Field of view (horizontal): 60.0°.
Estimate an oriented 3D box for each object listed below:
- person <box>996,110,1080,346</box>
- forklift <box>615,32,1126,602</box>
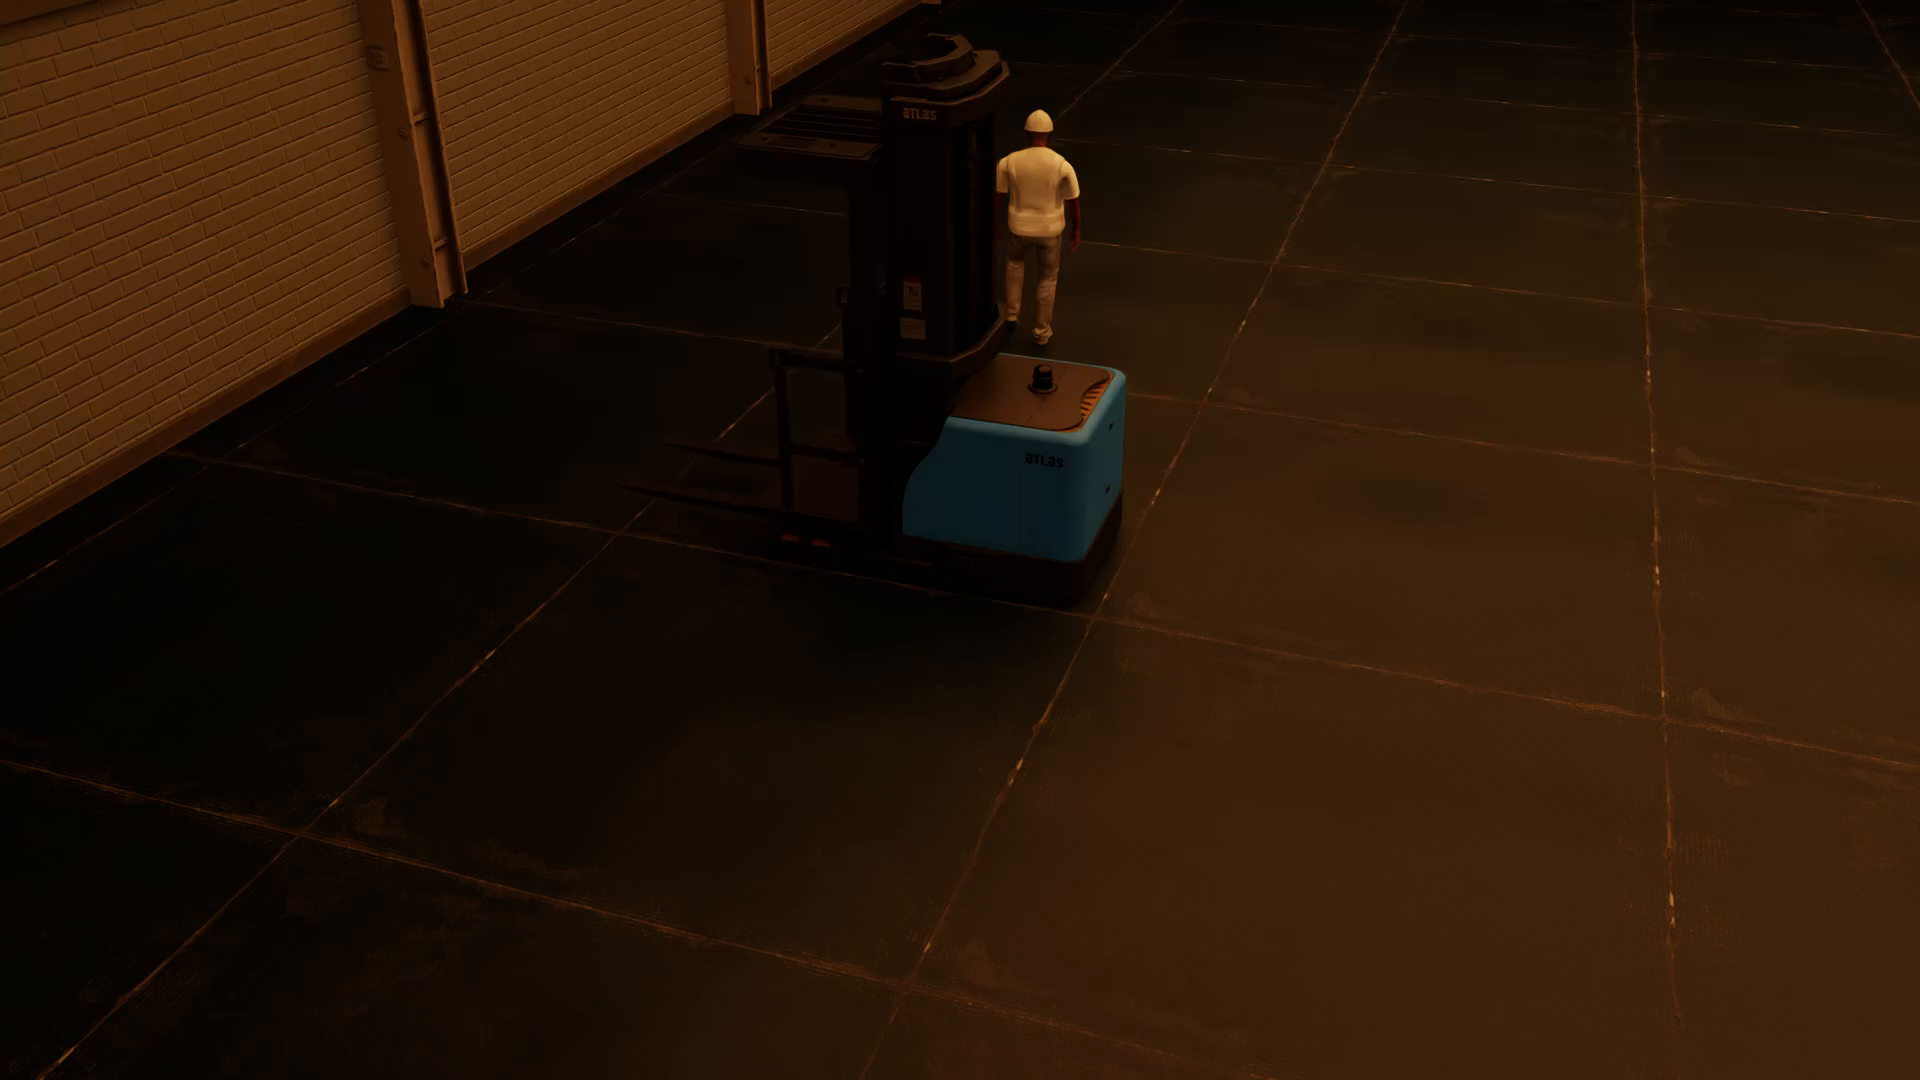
[{"bbox_3d":[0.572,-2.341,12.484,0.677,1.786,0.496,6,30,10],"label":"person"},{"bbox_3d":[-0.594,-1.347,9.500,3.031,2.935,1.130,10,31,16],"label":"forklift"}]
